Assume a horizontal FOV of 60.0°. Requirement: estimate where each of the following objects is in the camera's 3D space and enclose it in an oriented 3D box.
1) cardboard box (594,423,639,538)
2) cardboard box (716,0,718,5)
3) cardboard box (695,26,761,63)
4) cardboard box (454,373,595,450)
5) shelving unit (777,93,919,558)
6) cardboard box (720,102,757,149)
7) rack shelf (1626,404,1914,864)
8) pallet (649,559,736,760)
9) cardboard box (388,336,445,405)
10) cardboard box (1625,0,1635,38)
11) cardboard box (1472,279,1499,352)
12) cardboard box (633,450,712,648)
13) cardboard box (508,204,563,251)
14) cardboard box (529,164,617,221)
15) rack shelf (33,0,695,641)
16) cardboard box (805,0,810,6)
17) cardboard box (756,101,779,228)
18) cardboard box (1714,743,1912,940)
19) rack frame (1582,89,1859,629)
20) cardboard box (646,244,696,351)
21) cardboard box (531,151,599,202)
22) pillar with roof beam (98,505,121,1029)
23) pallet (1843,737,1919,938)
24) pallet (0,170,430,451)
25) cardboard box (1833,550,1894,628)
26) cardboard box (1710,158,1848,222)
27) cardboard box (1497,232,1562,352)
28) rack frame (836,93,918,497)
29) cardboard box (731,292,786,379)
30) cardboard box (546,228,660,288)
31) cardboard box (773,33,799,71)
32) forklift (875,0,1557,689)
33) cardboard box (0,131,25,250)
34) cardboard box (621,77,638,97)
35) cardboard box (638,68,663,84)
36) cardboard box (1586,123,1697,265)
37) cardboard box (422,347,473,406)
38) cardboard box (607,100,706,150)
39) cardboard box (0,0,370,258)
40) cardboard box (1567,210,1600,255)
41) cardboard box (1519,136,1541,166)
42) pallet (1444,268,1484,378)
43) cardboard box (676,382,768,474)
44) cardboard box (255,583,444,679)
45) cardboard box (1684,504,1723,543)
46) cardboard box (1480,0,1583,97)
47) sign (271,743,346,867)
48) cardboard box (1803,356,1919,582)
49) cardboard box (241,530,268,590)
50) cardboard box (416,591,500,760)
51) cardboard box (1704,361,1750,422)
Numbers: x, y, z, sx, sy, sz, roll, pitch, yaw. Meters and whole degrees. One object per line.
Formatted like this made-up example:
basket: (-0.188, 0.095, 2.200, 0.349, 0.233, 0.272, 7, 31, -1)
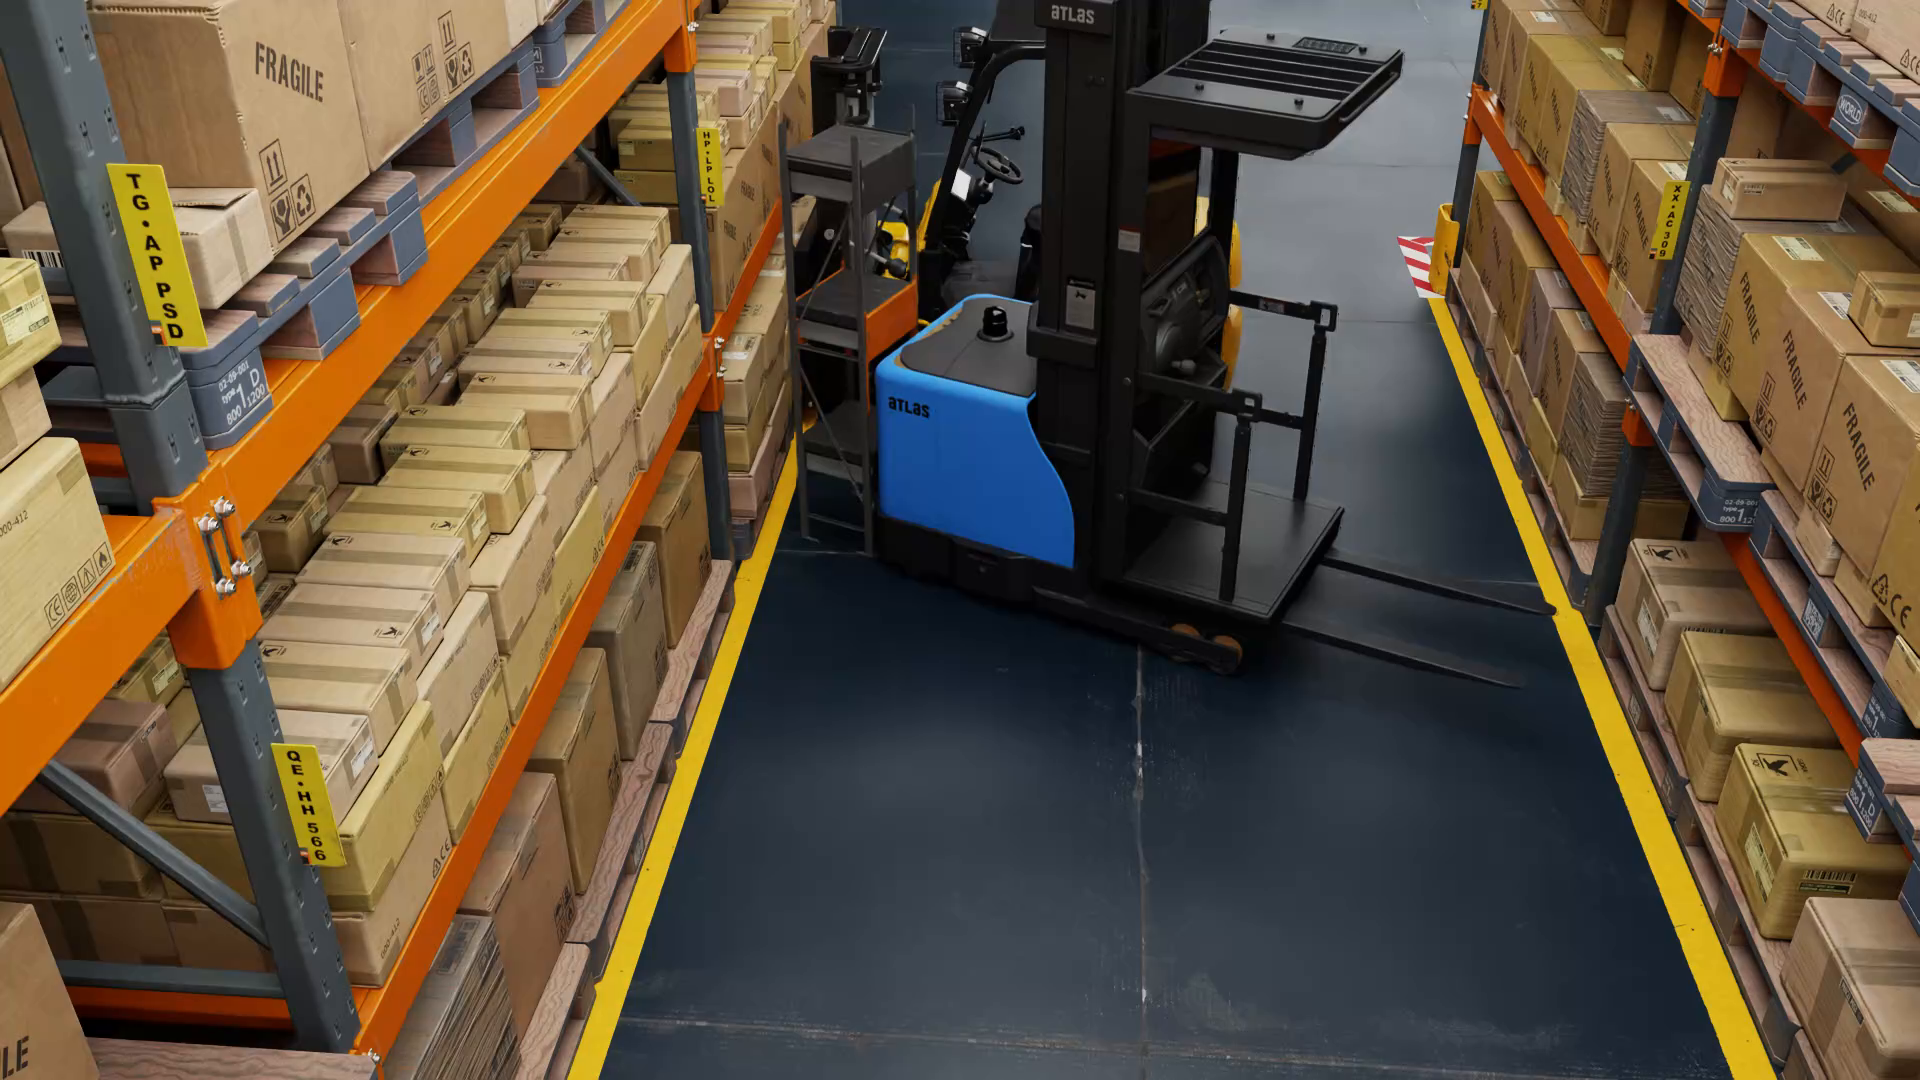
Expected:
cardboard box: (-1.460, -0.236, 5.917, 0.500, 0.250, 0.500, 3, 32, 4)
cardboard box: (-1.551, -3.192, 9.574, 0.380, 0.149, 0.250, 3, 32, 5)
cardboard box: (-1.224, -2.503, 8.456, 0.380, 0.149, 0.250, 3, 32, 4)
cardboard box: (-1.399, -0.415, 5.351, 0.380, 0.149, 0.250, 2, 32, 3)
shelving unit: (-0.493, -0.970, 7.823, 0.431, 2.100, 0.503, 15, 35, 23)
cardboard box: (-1.179, -1.969, 7.872, 0.380, 0.149, 0.250, 3, 32, 5)
rack shelf: (3.211, 0.466, 5.320, 1.077, 0.370, 4.000, 2, 32, 4)
pallet: (-1.595, 0.478, 7.273, 1.003, 0.211, 1.213, 2, 32, 4)
cardboard box: (-1.973, -0.576, 5.611, 0.380, 0.149, 0.250, 2, 32, 4)
cardboard box: (3.888, -2.761, 8.538, 0.700, 0.500, 0.500, 2, 32, 3)
cardboard box: (3.309, -1.309, 9.736, 0.500, 0.250, 0.500, 4, 32, 6)
cardboard box: (-1.605, 0.010, 7.239, 0.875, 0.625, 0.625, 4, 32, 6)
cardboard box: (-1.816, -1.240, 6.690, 0.380, 0.149, 0.250, 2, 32, 3)
cardboard box: (-1.807, -1.385, 7.543, 0.500, 0.500, 0.500, 2, 32, 4)
rack shelf: (-1.737, -1.021, 4.874, 1.077, 0.370, 4.000, 2, 32, 4)
cardboard box: (-1.051, -3.168, 9.535, 0.380, 0.149, 0.250, 3, 32, 5)
cardboard box: (-1.211, -1.897, 8.374, 0.500, 0.500, 0.500, 2, 32, 3)
cardboard box: (3.223, 1.068, 5.762, 0.950, 0.372, 0.625, 3, 32, 6)
rack frame: (3.374, -0.886, 6.828, 1.000, 3.000, 0.127, 2, 32, 4)
cardboard box: (-1.359, -0.977, 6.643, 0.500, 0.250, 0.500, 2, 32, 3)
cardboard box: (-1.804, -1.594, 7.264, 0.380, 0.149, 0.250, 2, 32, 4)
pillar with roof beam: (1.599, -2.095, 3.072, 9.100, 9.000, 0.400, 2, 32, 4)
pallet: (3.000, 0.910, 4.097, 1.213, 0.211, 1.003, 2, 32, 4)
pallet: (-1.933, -0.560, 3.620, 1.213, 0.211, 1.003, 4, 32, 6)
cardboard box: (2.887, 0.139, 5.005, 0.380, 0.149, 0.250, 1, 32, 2)
cardboard box: (2.983, -1.279, 6.069, 0.380, 0.149, 0.250, 2, 32, 4)
cardboard box: (3.270, -1.347, 9.082, 0.500, 0.500, 0.500, 3, 32, 5)
rack frame: (-0.381, -1.084, 8.008, 0.400, 2.100, 0.015, 15, 35, 23)
cardboard box: (-1.170, -1.036, 8.340, 0.500, 0.250, 0.500, 3, 32, 4)
cardboard box: (-1.383, -1.091, 6.447, 0.380, 0.149, 0.250, 2, 32, 3)
cardboard box: (-1.077, -2.641, 8.963, 0.380, 0.149, 0.250, 3, 32, 4)
forklift: (1.145, -0.979, 7.045, 3.031, 2.935, 1.130, 16, 35, 24)
cardboard box: (-2.096, -0.829, 3.524, 0.500, 0.250, 0.500, 2, 32, 4)
cardboard box: (-1.780, -2.258, 8.058, 0.380, 0.149, 0.250, 2, 32, 3)
cardboard box: (-1.703, -2.269, 8.359, 0.380, 0.149, 0.250, 2, 32, 3)
cardboard box: (3.197, -1.568, 7.556, 0.500, 0.500, 0.500, 3, 32, 6)
cardboard box: (-1.975, -0.460, 5.804, 0.500, 0.250, 0.500, 2, 32, 3)
cardboard box: (-1.338, -1.837, 7.374, 0.380, 0.149, 0.250, 3, 32, 5)
cardboard box: (-1.598, -0.914, 3.423, 0.500, 0.500, 0.500, 3, 32, 4)
cardboard box: (3.176, -1.491, 8.051, 0.380, 0.149, 0.250, 2, 32, 3)
cardboard box: (3.303, -2.166, 9.146, 0.380, 0.149, 0.250, 3, 32, 5)
pallet: (3.592, -1.327, 10.203, 1.003, 0.211, 1.213, 2, 32, 4)
cardboard box: (-1.227, -0.557, 8.038, 0.500, 0.250, 0.500, 2, 32, 4)
cardboard box: (-1.564, 0.248, 4.275, 0.380, 0.149, 0.250, 3, 32, 5)
cardboard box: (3.691, -0.191, 7.922, 0.500, 0.250, 0.500, 1, 32, 2)
cardboard box: (3.384, -2.911, 9.735, 0.500, 0.500, 0.500, 2, 32, 3)
sign: (-1.358, 0.555, 3.463, 0.100, 0.325, 0.005, 2, 32, 4)
cardboard box: (2.925, -0.212, 4.956, 0.500, 0.500, 0.500, 1, 32, 2)
cardboard box: (-2.132, 0.092, 4.527, 0.380, 0.149, 0.250, 2, 32, 3)
cardboard box: (-1.578, 0.363, 4.468, 0.500, 0.250, 0.500, 3, 32, 6)
cardboard box: (2.985, -0.552, 6.126, 0.380, 0.149, 0.250, 3, 32, 5)
